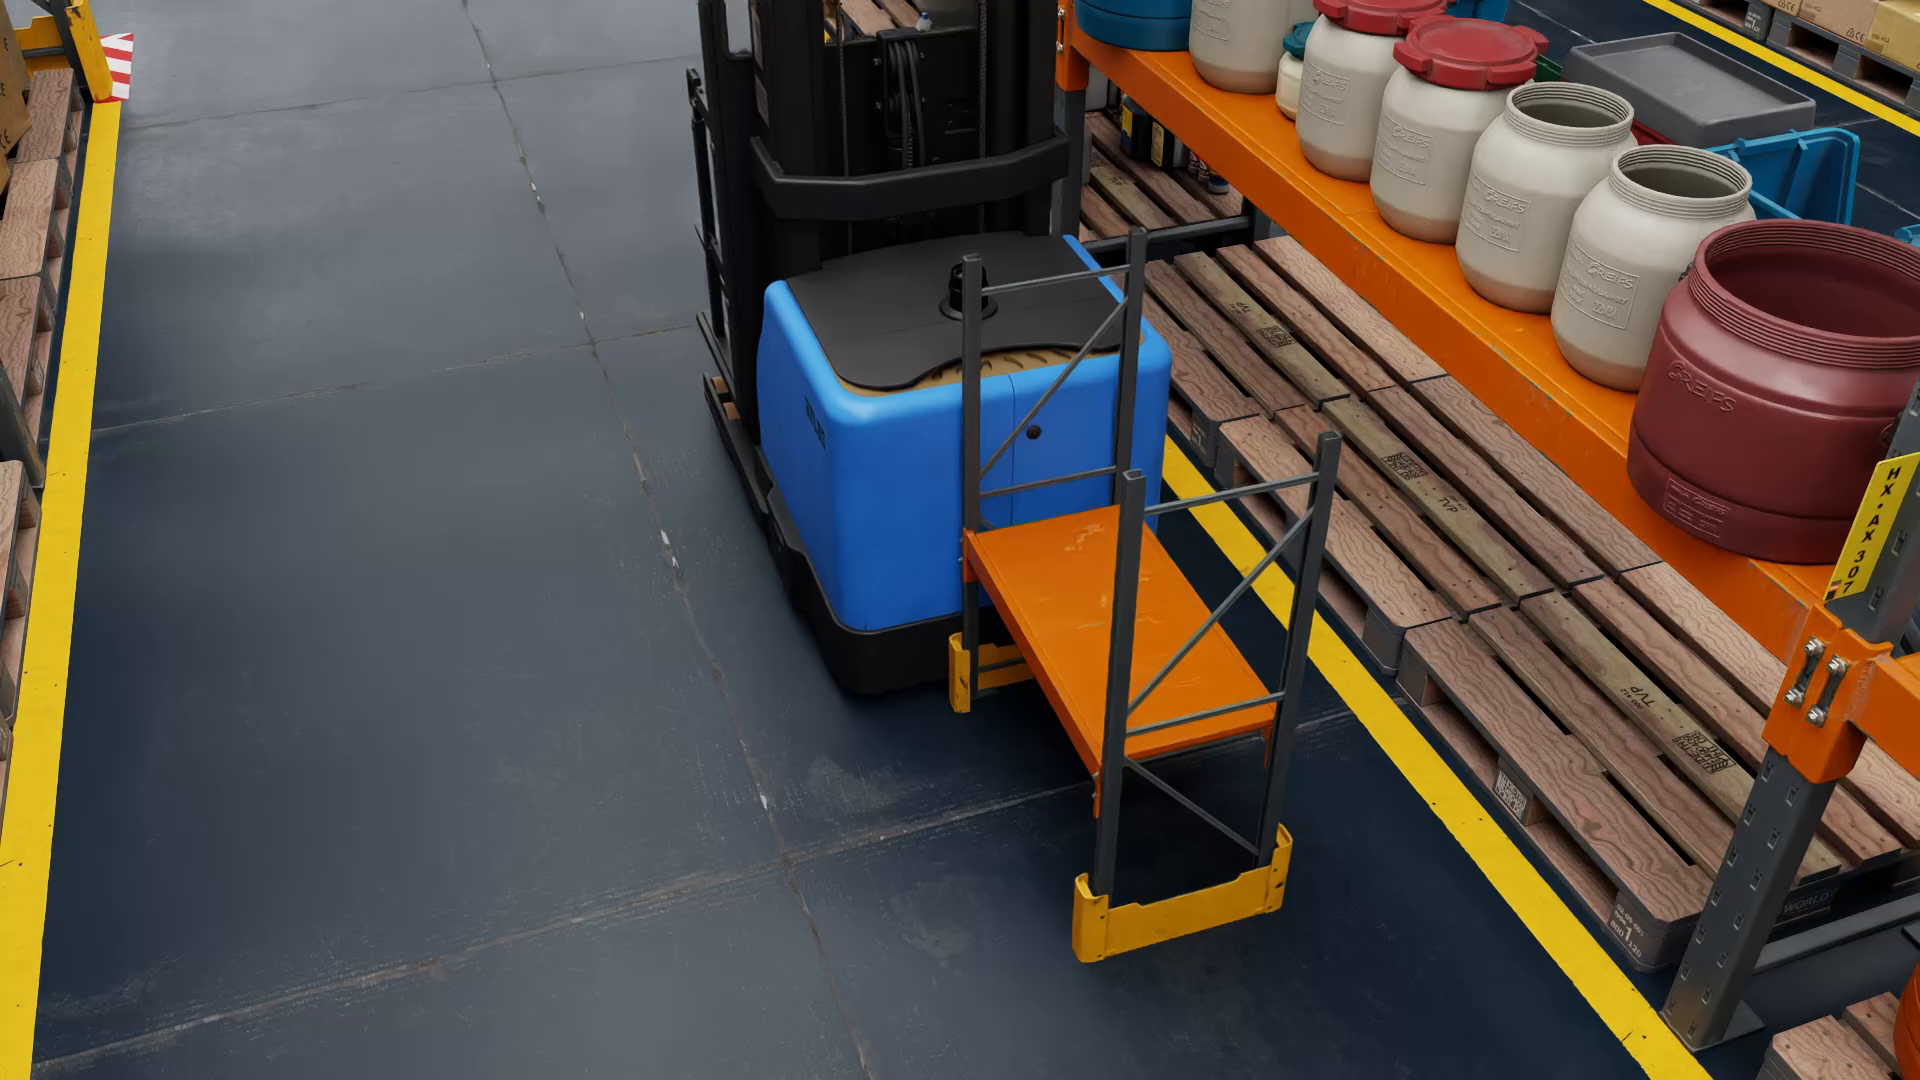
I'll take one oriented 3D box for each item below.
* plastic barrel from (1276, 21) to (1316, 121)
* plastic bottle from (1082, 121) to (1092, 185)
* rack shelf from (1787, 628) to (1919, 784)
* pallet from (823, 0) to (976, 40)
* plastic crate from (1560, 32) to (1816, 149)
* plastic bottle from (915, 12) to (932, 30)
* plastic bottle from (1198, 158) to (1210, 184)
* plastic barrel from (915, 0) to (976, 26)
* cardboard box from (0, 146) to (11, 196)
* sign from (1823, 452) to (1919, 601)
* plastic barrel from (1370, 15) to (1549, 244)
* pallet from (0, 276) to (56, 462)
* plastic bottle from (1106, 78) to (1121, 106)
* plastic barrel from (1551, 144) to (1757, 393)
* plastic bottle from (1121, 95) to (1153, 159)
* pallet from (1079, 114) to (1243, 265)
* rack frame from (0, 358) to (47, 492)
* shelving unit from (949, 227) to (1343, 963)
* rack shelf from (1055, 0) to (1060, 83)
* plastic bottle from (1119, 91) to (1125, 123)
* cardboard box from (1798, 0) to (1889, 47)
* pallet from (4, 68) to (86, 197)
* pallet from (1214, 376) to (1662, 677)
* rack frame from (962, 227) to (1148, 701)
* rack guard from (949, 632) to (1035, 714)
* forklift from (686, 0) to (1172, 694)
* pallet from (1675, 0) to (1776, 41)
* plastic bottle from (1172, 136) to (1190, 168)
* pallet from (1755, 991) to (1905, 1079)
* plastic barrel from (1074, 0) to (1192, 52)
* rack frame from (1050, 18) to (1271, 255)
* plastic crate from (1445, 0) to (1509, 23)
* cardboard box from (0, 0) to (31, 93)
[{"bbox_3d":[1.174,-1.499,5.362,0.301,0.262,0.301,0,37,0],"label":"plastic barrel"},{"bbox_3d":[0.506,-1.785,7.463,0.144,0.351,0.185,-12,39,-16],"label":"plastic bottle"},{"bbox_3d":[2.928,1.343,2.072,1.077,0.370,4.000,-12,39,-16],"label":"rack shelf"},{"bbox_3d":[-0.169,-2.986,9.539,1.003,0.211,1.213,-12,39,-16],"label":"pallet"},{"bbox_3d":[1.971,-1.076,4.632,0.402,0.464,0.583,-12,39,-16],"label":"plastic crate"},{"bbox_3d":[-0.182,-2.591,8.598,0.097,0.271,0.097,0,37,0],"label":"plastic bottle"},{"bbox_3d":[1.130,-1.720,7.500,0.097,0.201,0.097,0,37,0],"label":"plastic bottle"},{"bbox_3d":[-0.043,-3.128,9.129,0.421,0.512,0.421,0,37,0],"label":"plastic barrel"},{"bbox_3d":[-4.529,-1.693,7.233,0.500,0.500,0.500,-9,38,-12],"label":"cardboard box"},{"bbox_3d":[1.725,-0.021,3.150,0.100,0.325,0.005,-12,39,-16],"label":"sign"},{"bbox_3d":[1.388,-1.143,4.662,0.433,0.535,0.433,0,37,0],"label":"plastic barrel"},{"bbox_3d":[-4.052,-0.566,6.327,1.003,0.211,1.213,-12,39,-16],"label":"pallet"},{"bbox_3d":[0.764,-2.340,8.200,0.144,0.351,0.185,-13,39,-16],"label":"plastic bottle"},{"bbox_3d":[1.685,-0.656,4.034,0.421,0.512,0.421,0,37,0],"label":"plastic barrel"},{"bbox_3d":[0.839,-1.963,7.700,0.144,0.351,0.185,-12,39,-16],"label":"plastic bottle"},{"bbox_3d":[0.671,-1.608,7.709,1.003,0.211,1.213,-12,39,-16],"label":"pallet"},{"bbox_3d":[-3.787,-1.308,4.994,1.000,3.000,0.127,-12,39,-16],"label":"rack frame"},{"bbox_3d":[0.415,0.135,4.325,0.587,1.500,1.083,-12,39,-15],"label":"shelving unit"},{"bbox_3d":[0.175,-3.176,8.071,1.077,0.370,4.000,-12,39,-16],"label":"rack shelf"},{"bbox_3d":[0.824,-2.144,8.005,0.097,0.271,0.097,0,37,0],"label":"plastic bottle"},{"bbox_3d":[4.988,-2.928,9.080,0.500,0.250,0.500,-12,39,-16],"label":"cardboard box"},{"bbox_3d":[-4.891,-1.945,8.157,1.003,0.211,1.213,-12,39,-16],"label":"pallet"},{"bbox_3d":[1.593,-0.094,5.699,1.003,0.211,1.213,-12,39,-16],"label":"pallet"},{"bbox_3d":[0.246,-0.160,4.716,0.500,1.500,0.032,-12,39,-15],"label":"rack frame"},{"bbox_3d":[0.253,0.350,5.077,0.587,0.250,0.087,-12,39,-15],"label":"rack guard"},{"bbox_3d":[-0.338,-1.594,5.430,1.130,2.935,3.031,-12,39,-15],"label":"forklift"},{"bbox_3d":[4.857,-3.392,10.077,1.003,0.211,1.213,-12,39,-16],"label":"pallet"},{"bbox_3d":[1.028,-1.869,7.637,0.152,0.276,0.135,-11,38,-14],"label":"plastic bottle"},{"bbox_3d":[2.550,1.477,3.614,1.003,0.211,1.213,-12,39,-16],"label":"pallet"},{"bbox_3d":[0.711,-2.253,5.831,0.600,0.901,0.708,-12,39,-16],"label":"plastic barrel"},{"bbox_3d":[0.863,-2.334,6.355,1.000,3.000,0.127,-12,39,-16],"label":"rack frame"},{"bbox_3d":[1.535,-1.769,5.618,0.392,0.384,0.575,-12,39,-16],"label":"plastic crate"},{"bbox_3d":[-4.965,-2.381,8.146,0.500,0.500,0.500,-6,37,-7],"label":"cardboard box"}]
